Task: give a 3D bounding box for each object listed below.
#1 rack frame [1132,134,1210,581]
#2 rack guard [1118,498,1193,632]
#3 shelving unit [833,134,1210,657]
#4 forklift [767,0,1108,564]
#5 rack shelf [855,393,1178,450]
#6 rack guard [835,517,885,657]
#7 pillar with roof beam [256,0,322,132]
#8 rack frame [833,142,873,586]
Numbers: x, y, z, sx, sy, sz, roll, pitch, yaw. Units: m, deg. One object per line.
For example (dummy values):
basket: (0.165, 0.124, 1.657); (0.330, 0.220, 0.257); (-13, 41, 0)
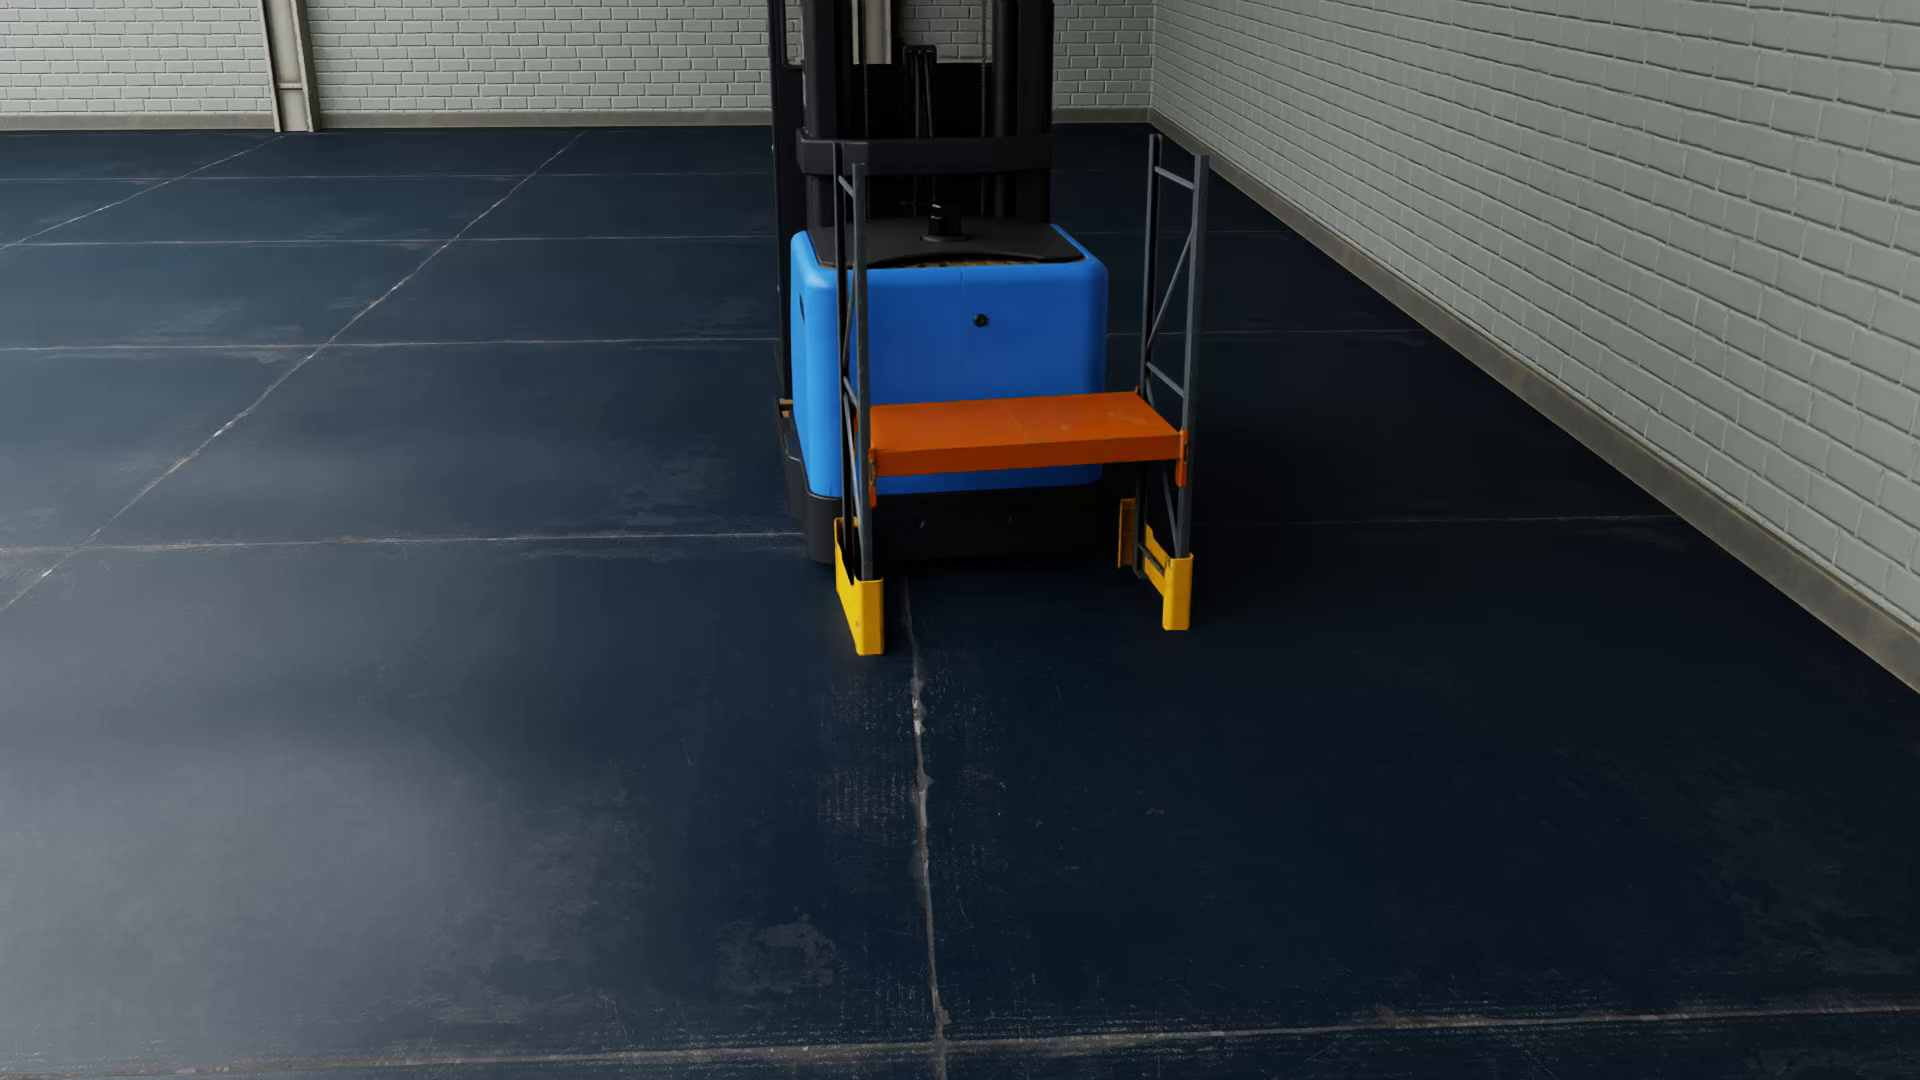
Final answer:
rack frame: (0.668, -0.511, 5.356); (0.032, 1.500, 0.500); (-4, 21, -10)
rack guard: (0.649, 0.074, 5.575); (0.087, 0.250, 0.587); (-4, 21, -10)
shelving unit: (0.160, -0.476, 5.263); (1.083, 1.500, 0.587); (-4, 21, -10)
forklift: (-15.159, -3.047, 10.004); (29.544, 2.935, 14.703); (-3, 21, -8)
rack shelf: (0.169, -0.371, 5.305); (0.952, 0.026, 0.459); (-4, 21, -10)
rack guard: (-0.329, 0.142, 5.397); (0.087, 0.250, 0.587); (-4, 21, -10)
pillar with roof beam: (-6.662, -6.963, 11.761); (0.400, 9.000, 9.100); (-1, 21, -3)
rack frame: (-0.330, -0.442, 5.174); (0.032, 1.500, 0.500); (-4, 21, -10)
